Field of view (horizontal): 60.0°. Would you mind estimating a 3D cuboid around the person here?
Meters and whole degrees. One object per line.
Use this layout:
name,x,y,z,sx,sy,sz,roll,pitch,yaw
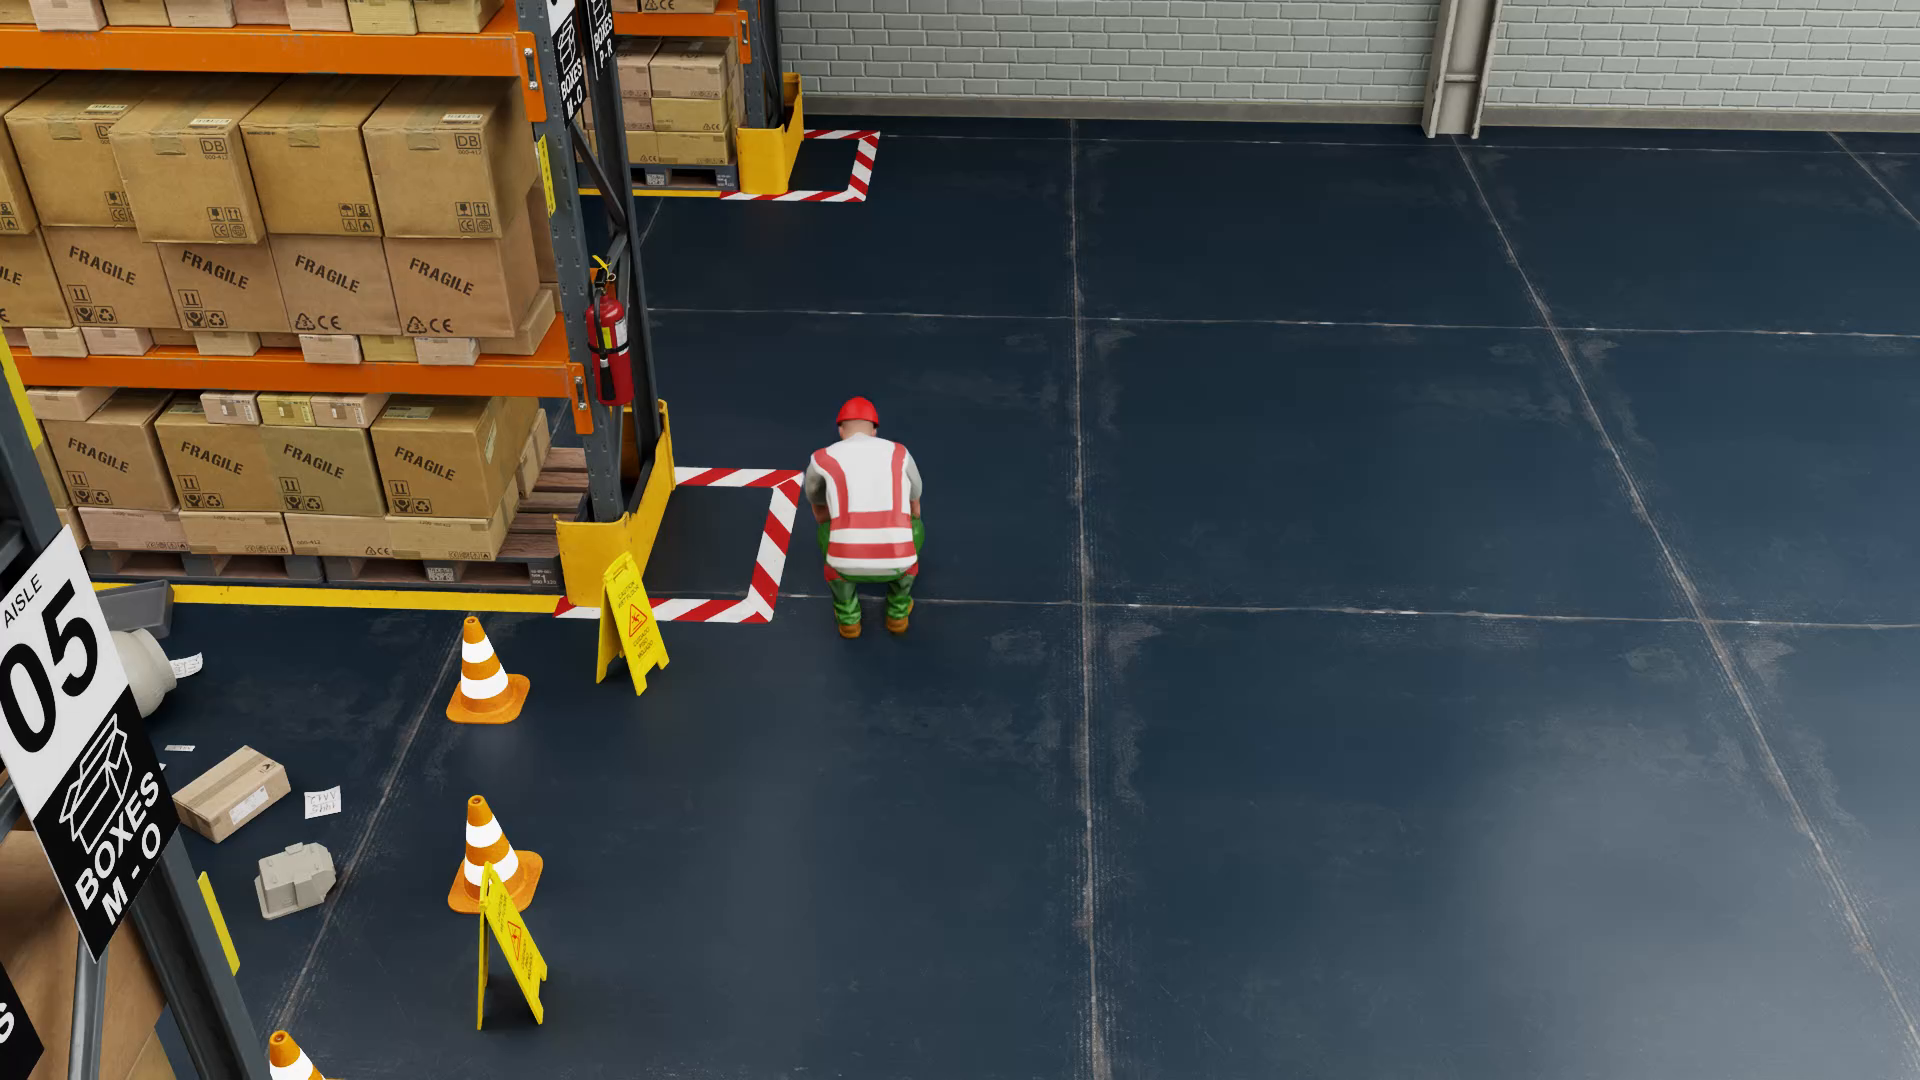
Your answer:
person,-0.451,-0.071,7.887,0.568,0.994,0.877,0,35,-1
